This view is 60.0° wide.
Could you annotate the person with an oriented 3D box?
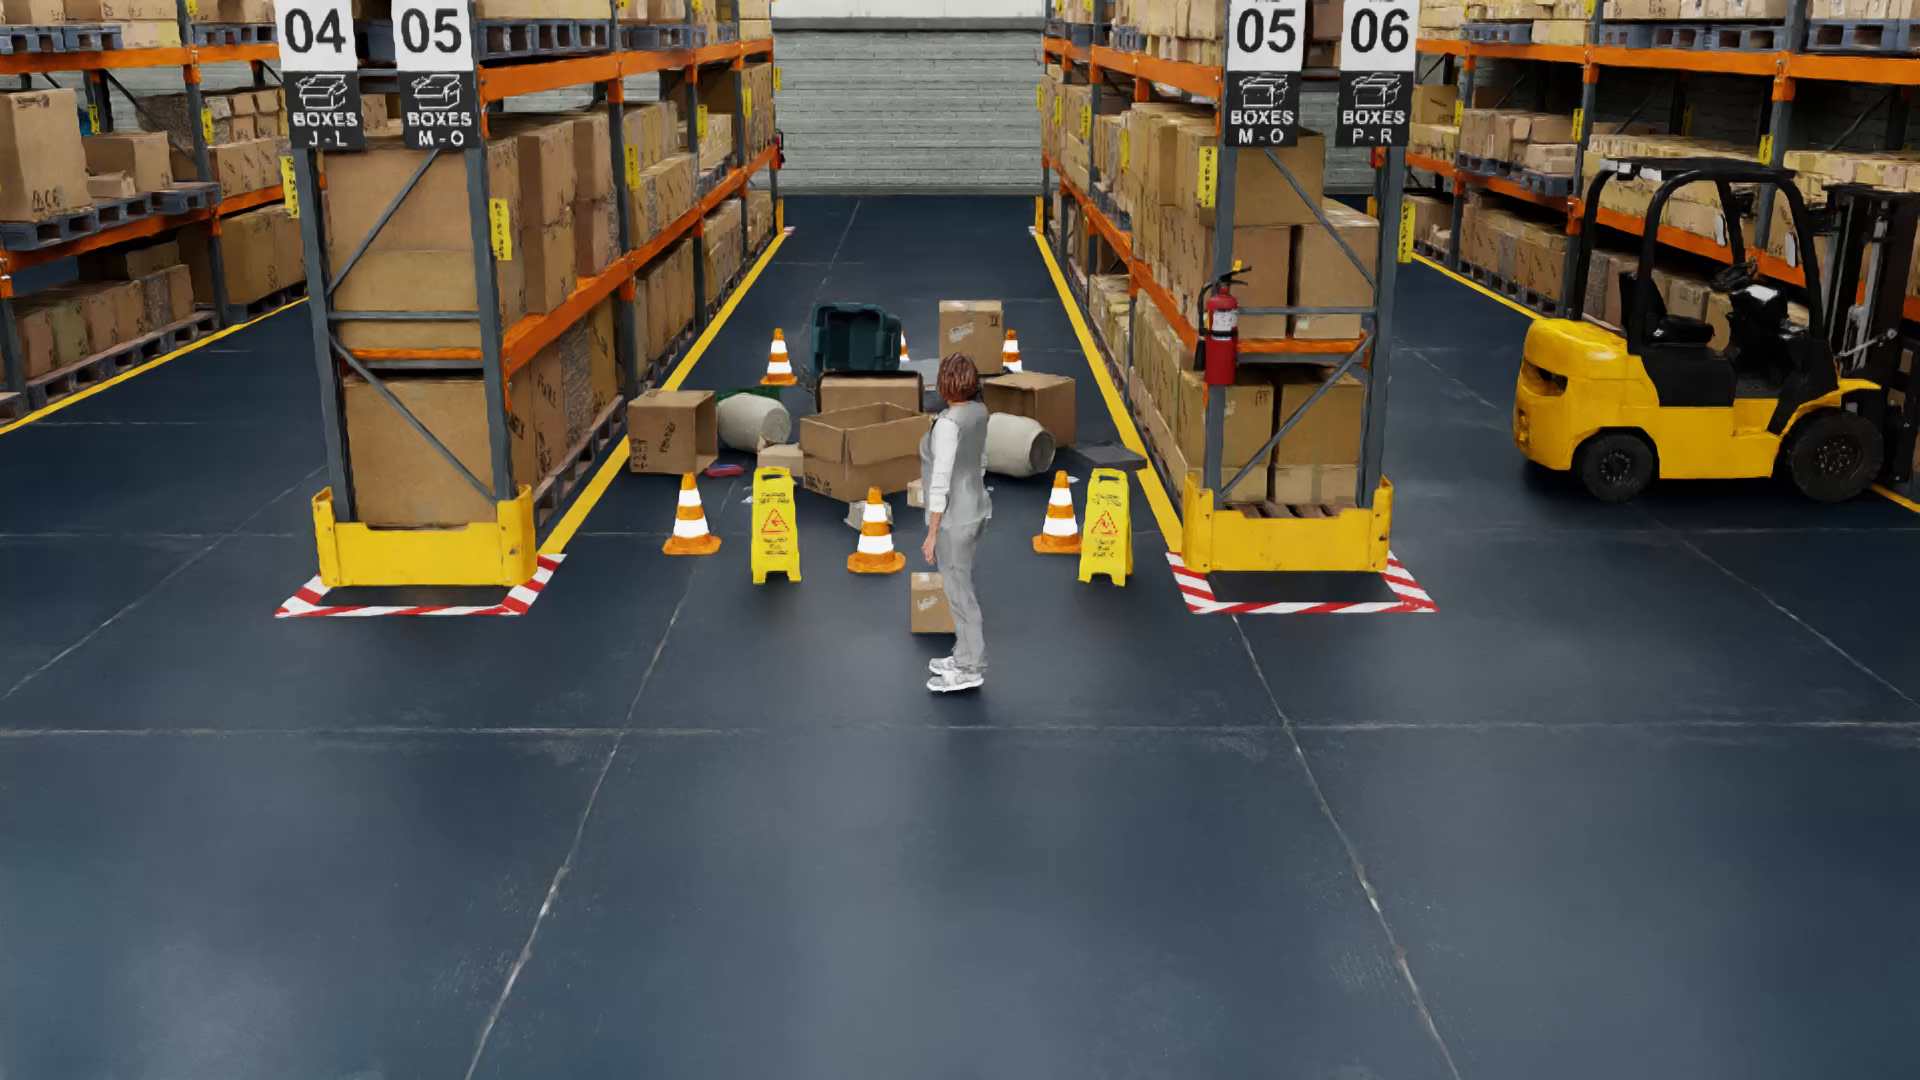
[{"bbox_3d":[-0.034,-0.077,7.741,0.345,1.602,0.513,7,19,21],"label":"person"}]
